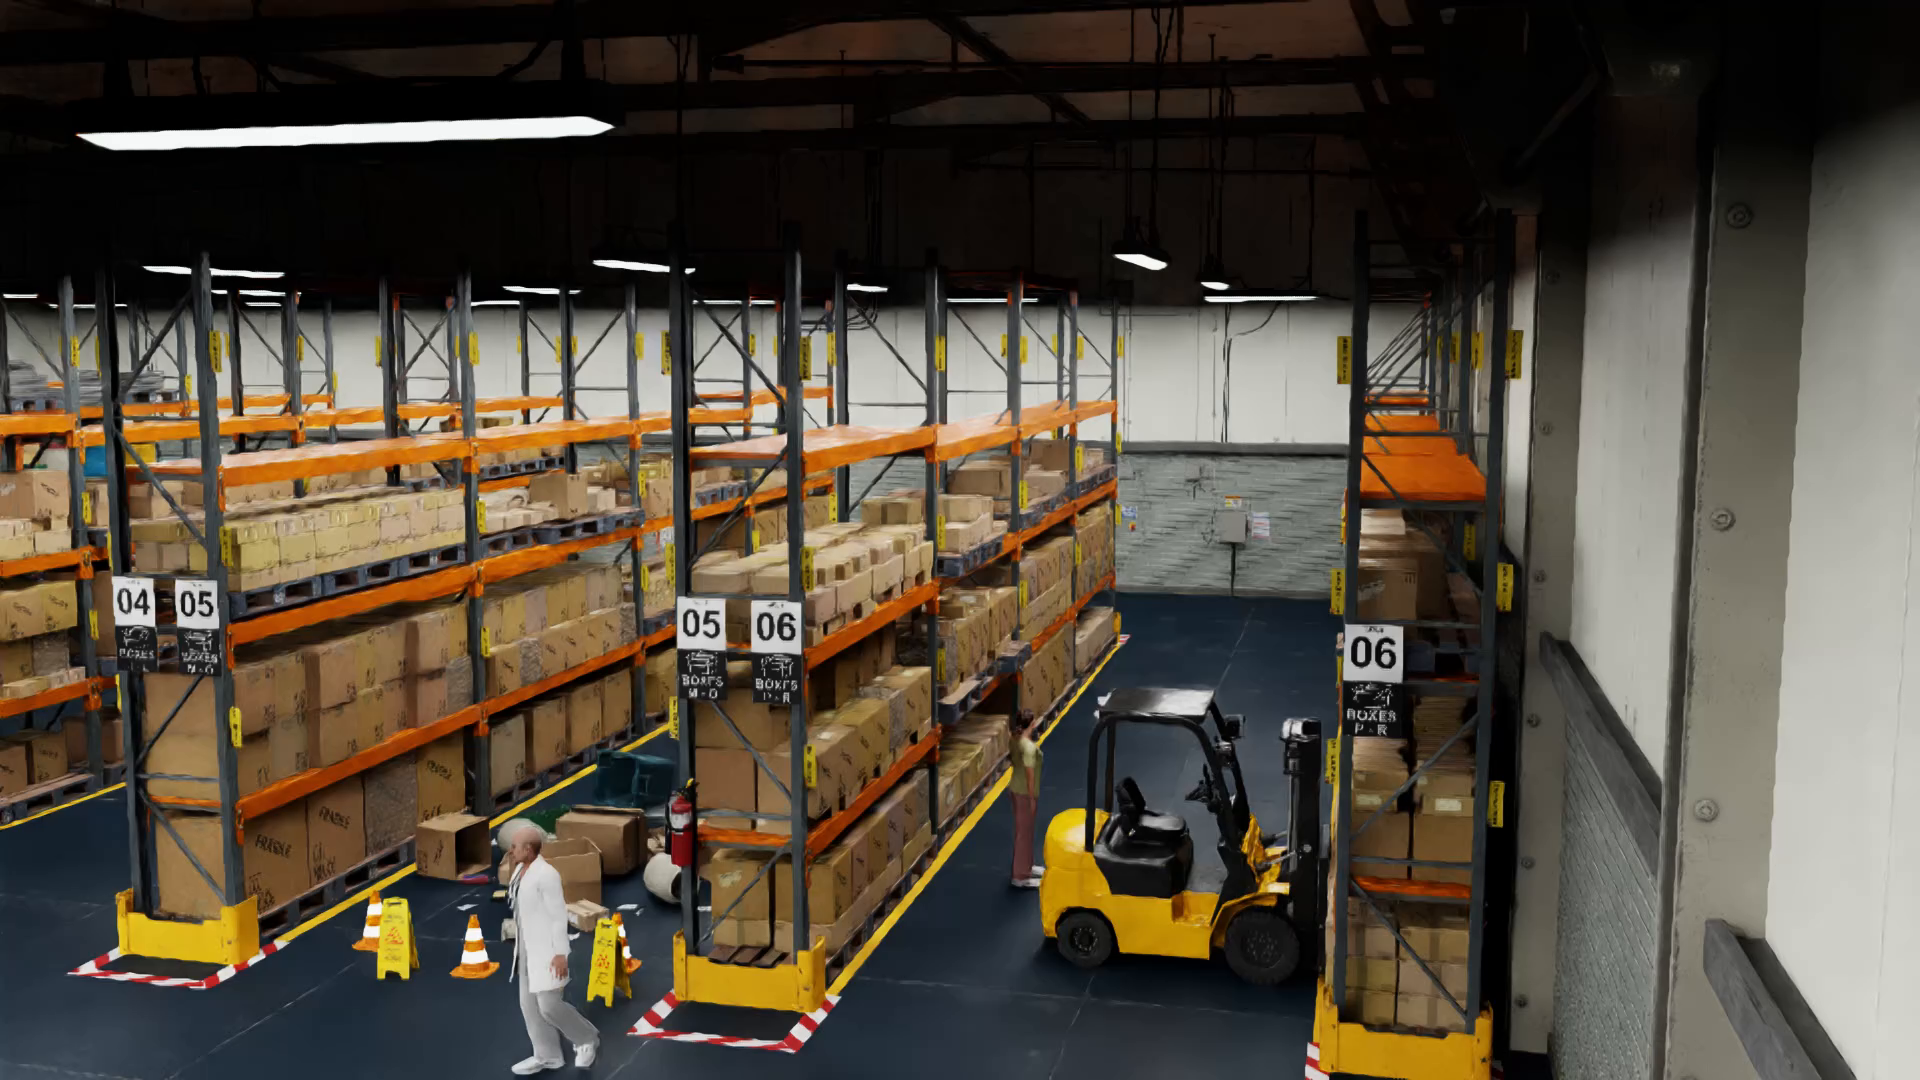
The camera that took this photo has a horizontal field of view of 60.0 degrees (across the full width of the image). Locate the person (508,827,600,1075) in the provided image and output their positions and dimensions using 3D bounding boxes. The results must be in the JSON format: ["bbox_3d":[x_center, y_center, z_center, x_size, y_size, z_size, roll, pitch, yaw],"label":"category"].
[{"bbox_3d":[-2.873,2.871,11.724,0.607,1.770,0.622,-6,9,-40],"label":"person"}]

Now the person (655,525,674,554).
[{"bbox_3d":[-6.136,0.116,34.374,0.736,1.744,0.539,-4,8,-31],"label":"person"}]

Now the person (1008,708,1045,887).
[{"bbox_3d":[0.656,2.410,15.735,0.433,1.673,0.487,-2,7,-18],"label":"person"}]
